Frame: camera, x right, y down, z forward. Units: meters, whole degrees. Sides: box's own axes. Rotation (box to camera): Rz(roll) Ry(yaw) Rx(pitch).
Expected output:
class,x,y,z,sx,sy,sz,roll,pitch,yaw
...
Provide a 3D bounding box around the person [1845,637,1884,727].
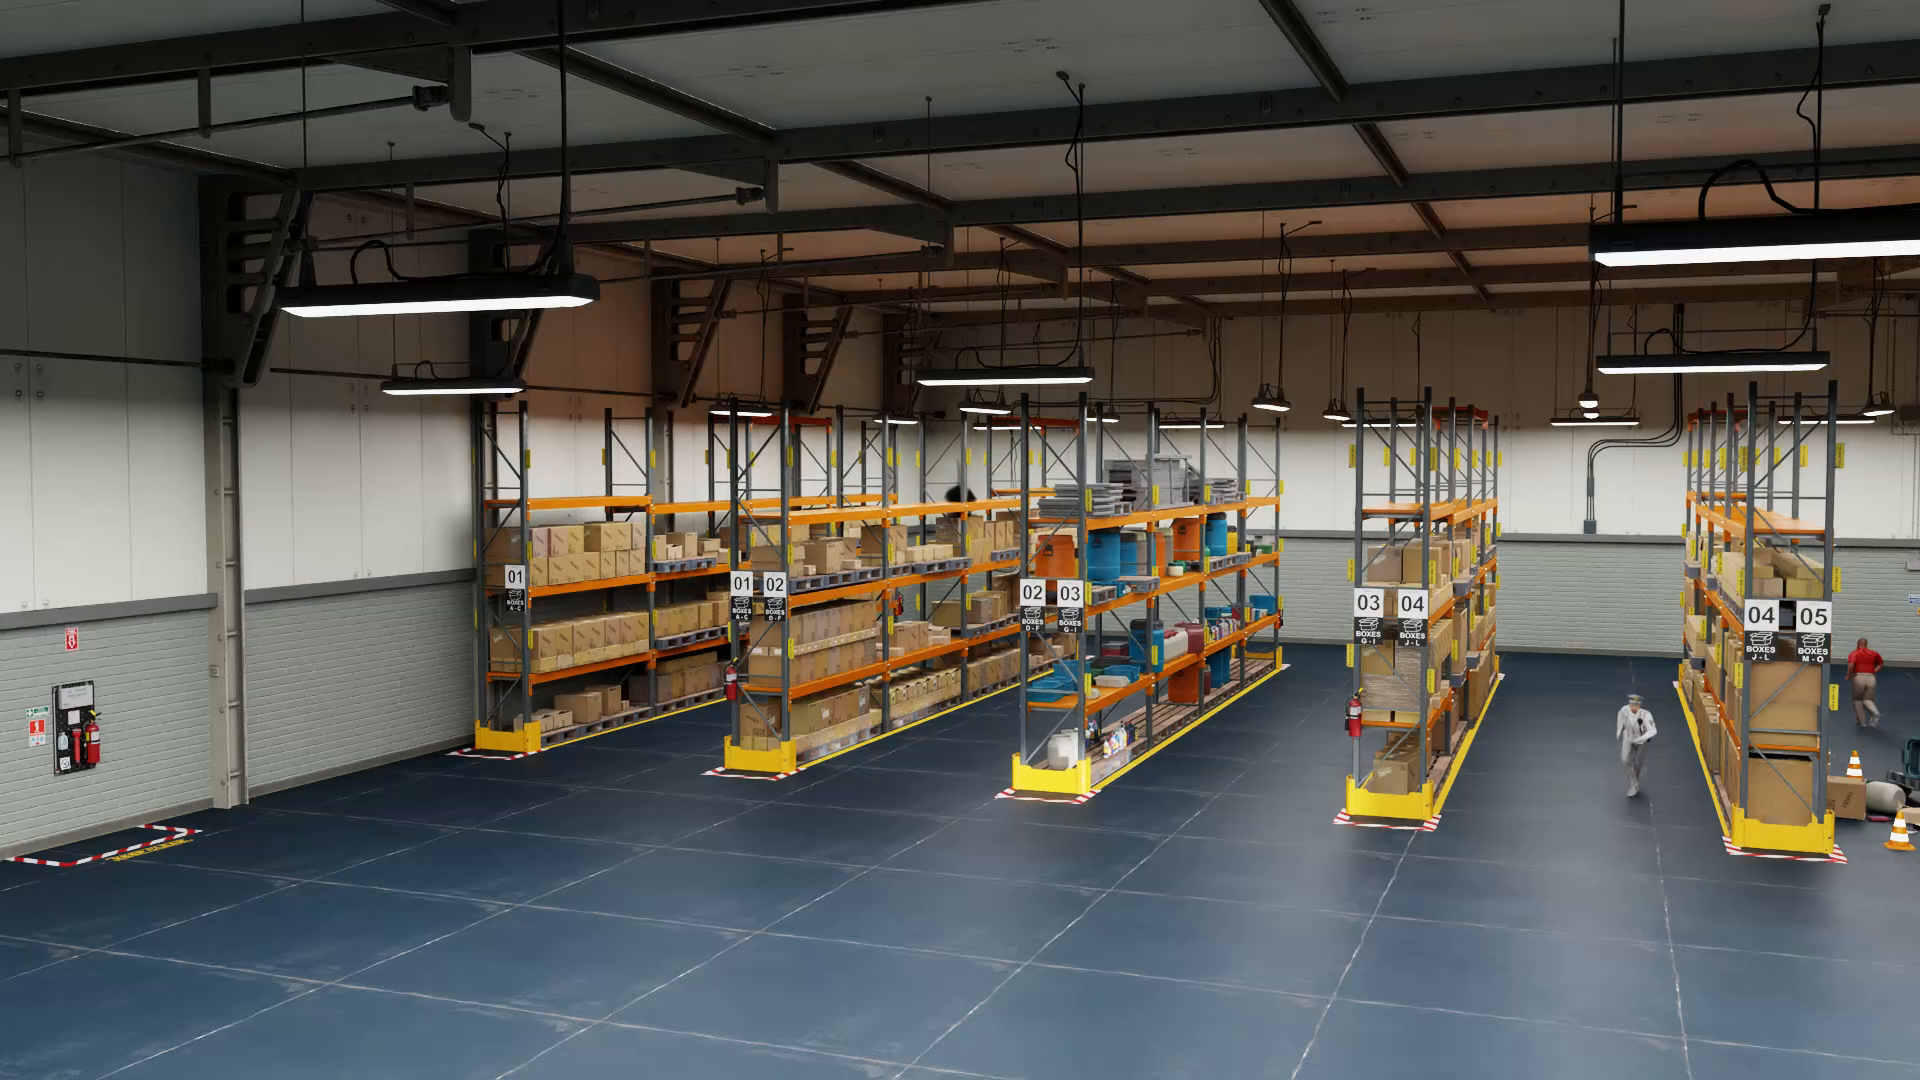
class,x,y,z,sx,sy,sz,roll,pitch,yaw
person,16.922,2.706,31.059,0.662,1.595,0.697,0,3,6

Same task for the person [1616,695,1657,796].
class,x,y,z,sx,sy,sz,roll,pitch,yaw
person,10.131,3.023,24.880,0.611,1.507,0.987,2,3,31
